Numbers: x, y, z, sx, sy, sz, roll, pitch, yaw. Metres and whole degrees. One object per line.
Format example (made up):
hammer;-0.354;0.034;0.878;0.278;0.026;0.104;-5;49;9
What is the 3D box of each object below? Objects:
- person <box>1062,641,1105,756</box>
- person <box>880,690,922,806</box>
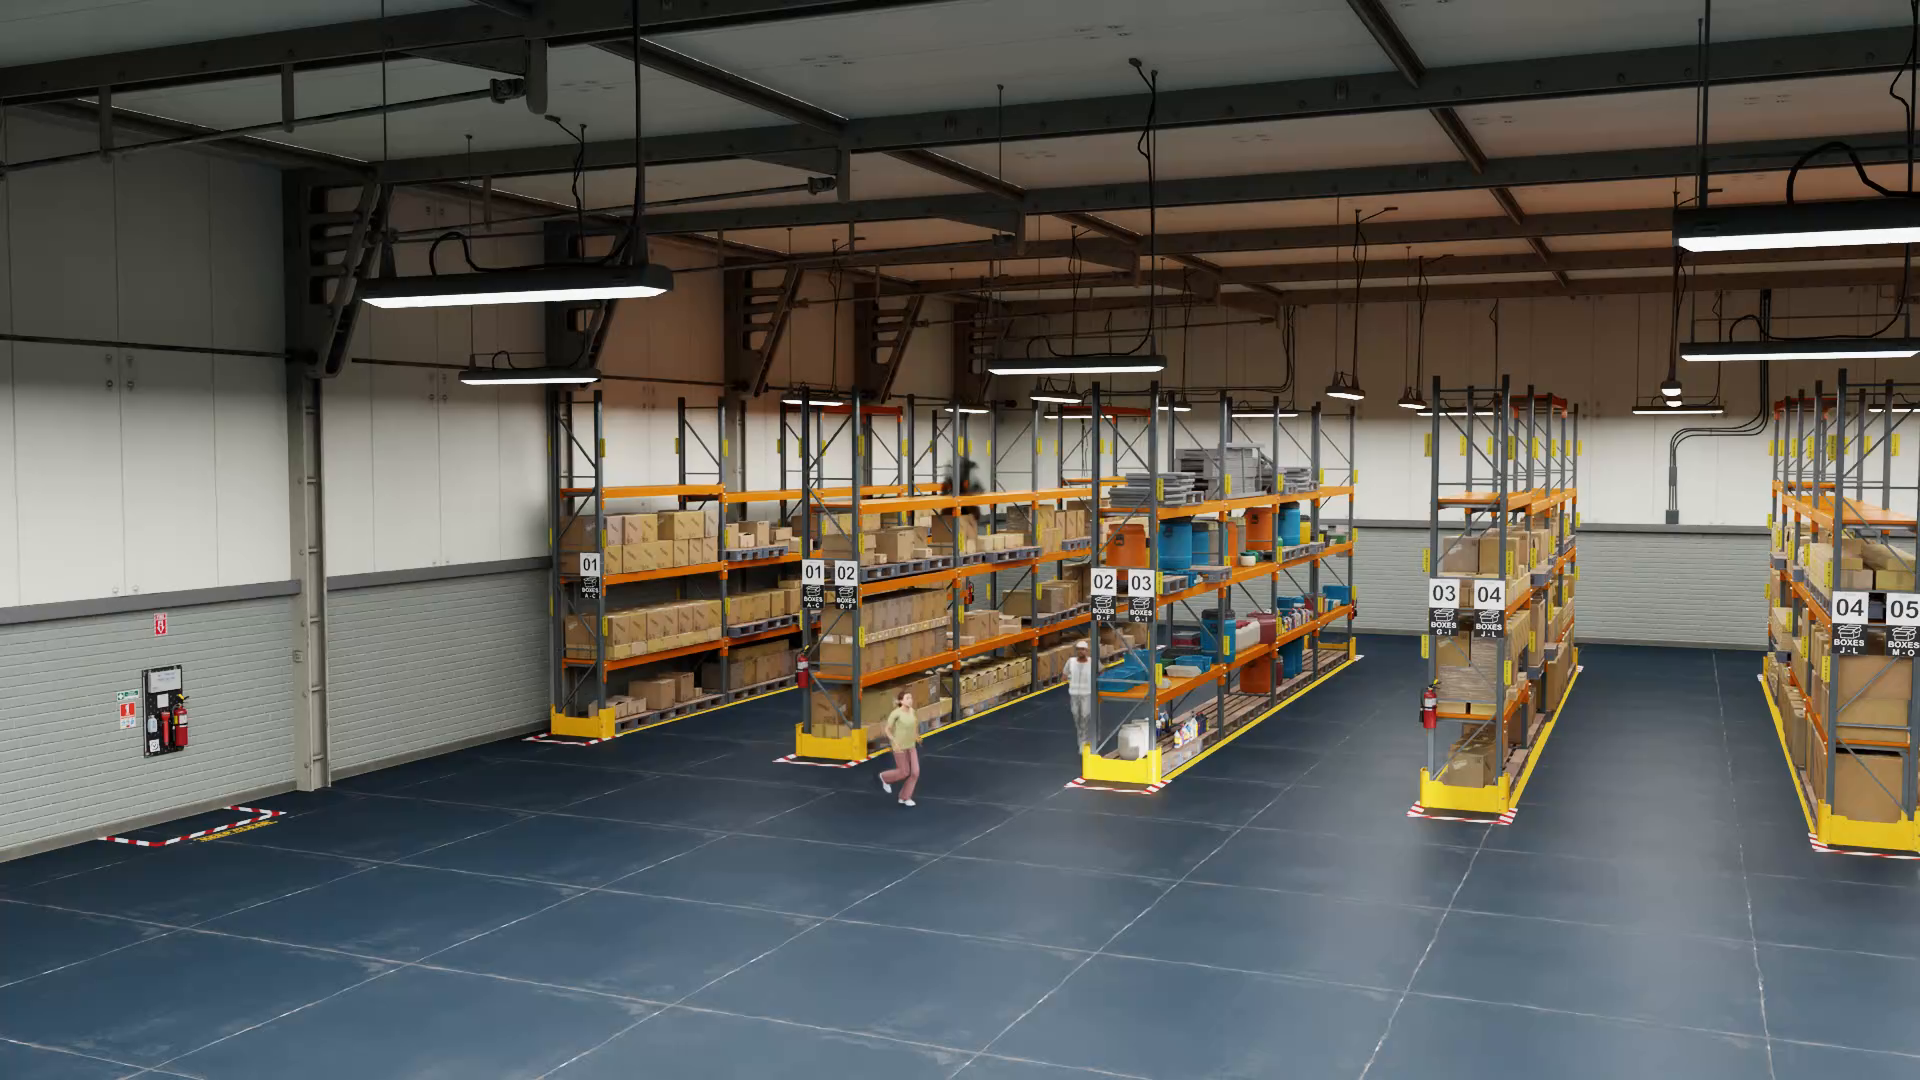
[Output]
person;2.005;2.575;27.430;0.664;1.823;0.824;1;3;18
person;-0.840;2.905;23.408;0.572;1.622;0.623;-3;4;-42
